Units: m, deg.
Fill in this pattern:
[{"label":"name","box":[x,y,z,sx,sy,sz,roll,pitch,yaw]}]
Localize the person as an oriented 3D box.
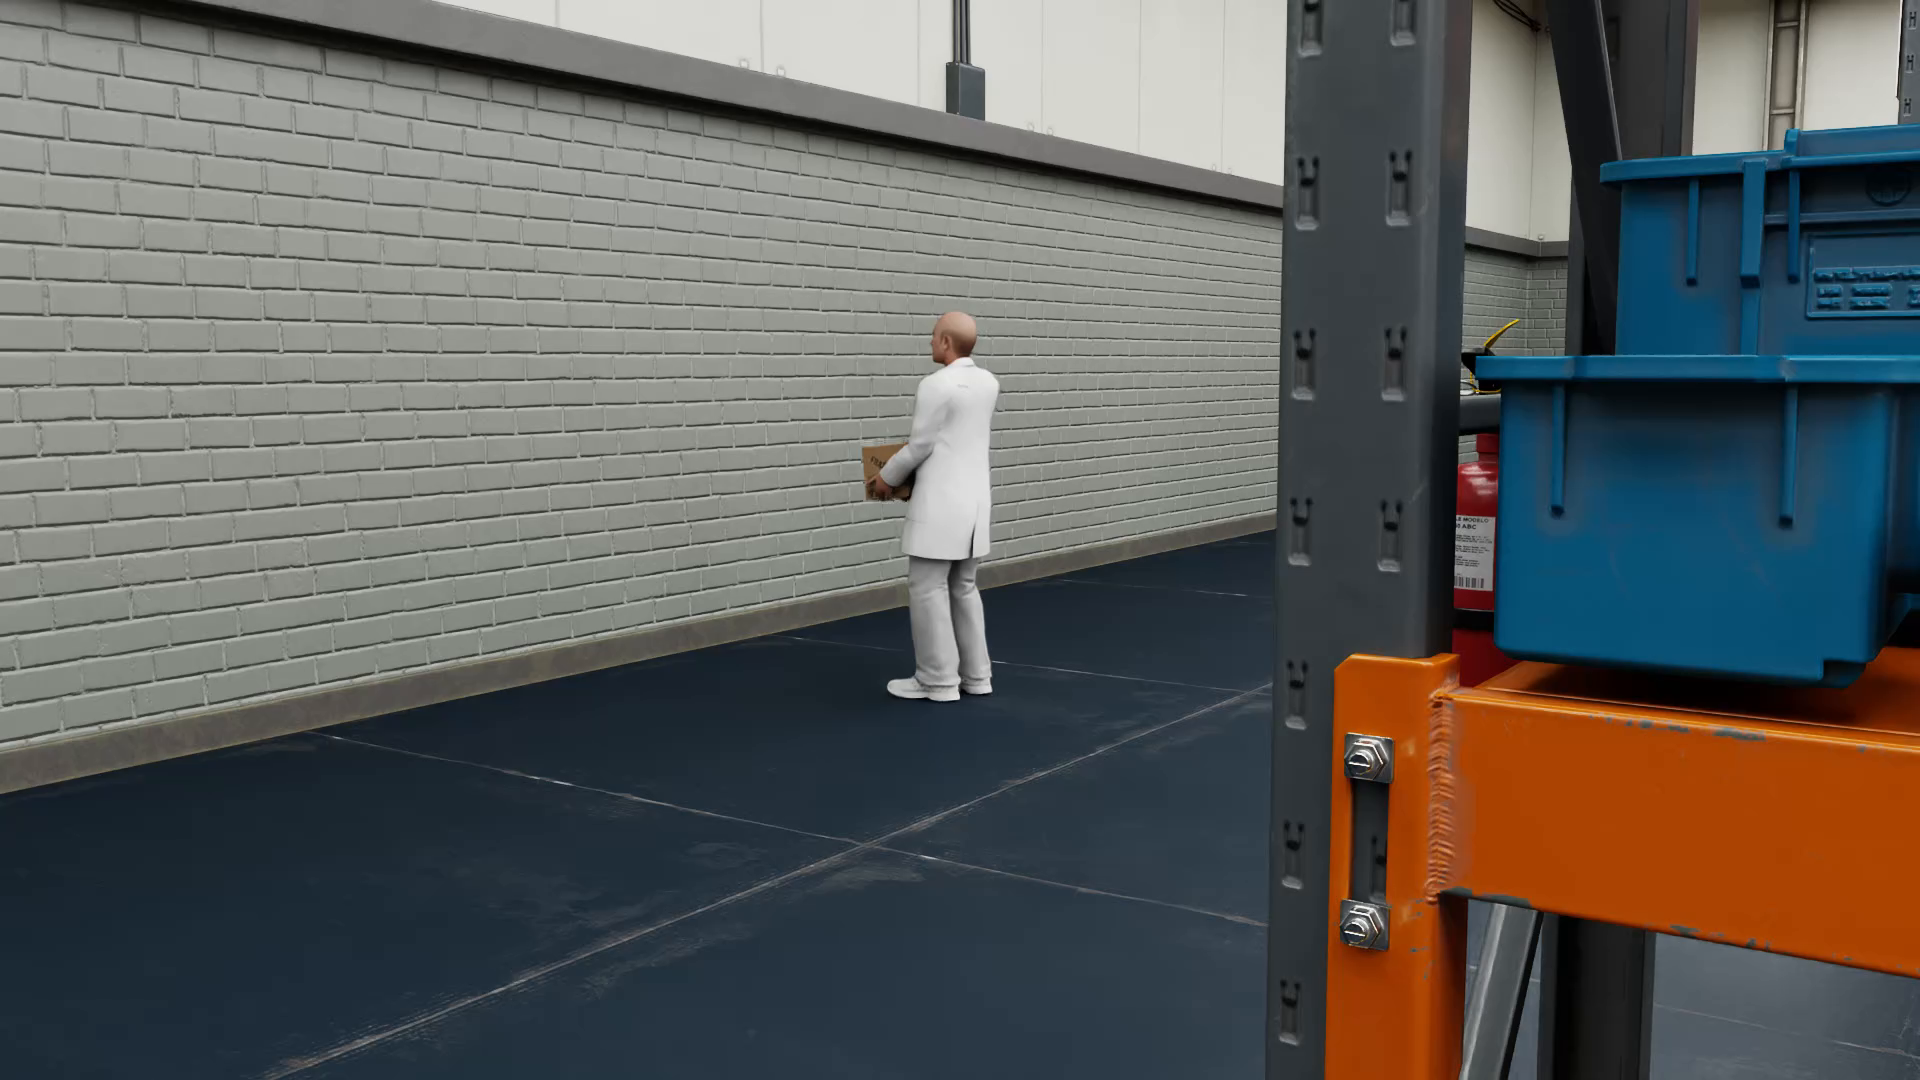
[{"label":"person","box":[-0.134,-0.160,7.721,0.541,1.779,0.542,4,7,33]}]
